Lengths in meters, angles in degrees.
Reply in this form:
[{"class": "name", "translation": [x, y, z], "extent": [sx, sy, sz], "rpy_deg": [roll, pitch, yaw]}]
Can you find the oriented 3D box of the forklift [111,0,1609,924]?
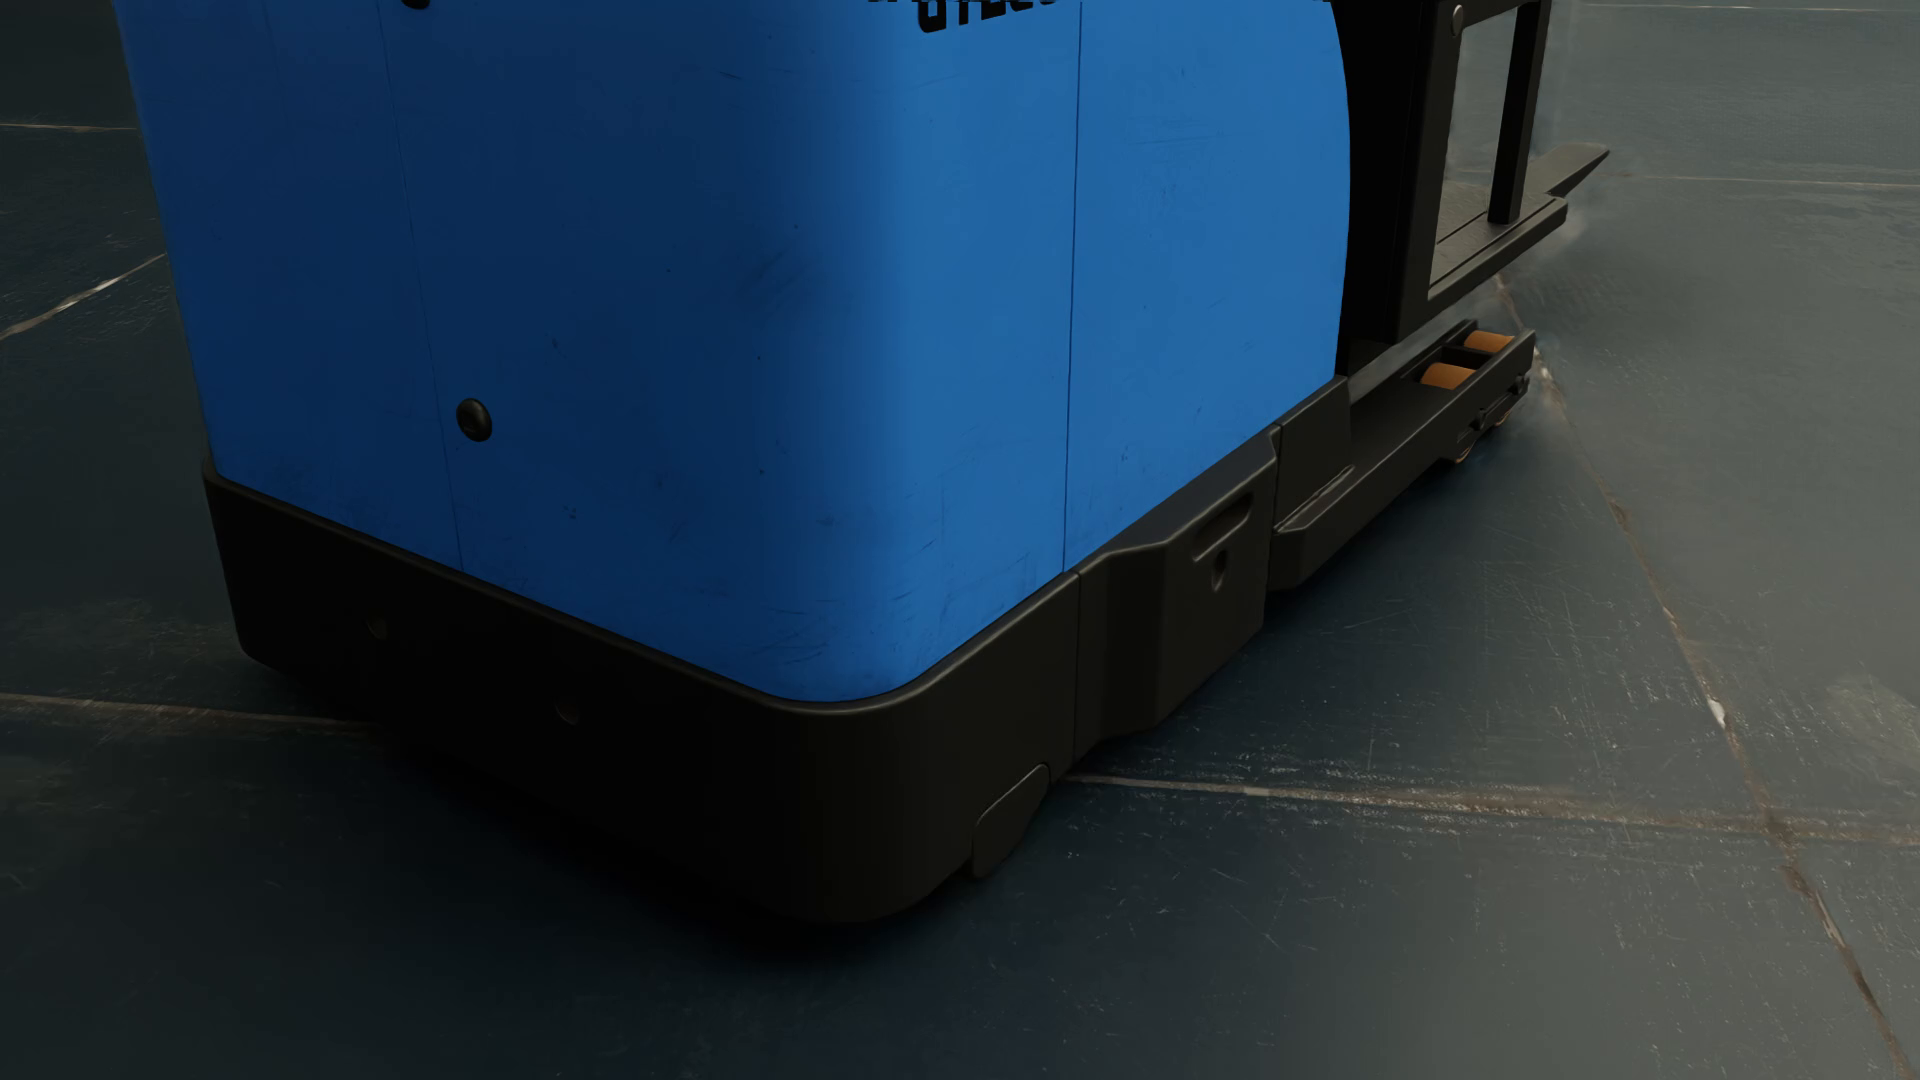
[{"class": "forklift", "translation": [0.343, -1.547, 2.318], "extent": [1.130, 2.935, 3.031], "rpy_deg": [17, 31, 31]}]
